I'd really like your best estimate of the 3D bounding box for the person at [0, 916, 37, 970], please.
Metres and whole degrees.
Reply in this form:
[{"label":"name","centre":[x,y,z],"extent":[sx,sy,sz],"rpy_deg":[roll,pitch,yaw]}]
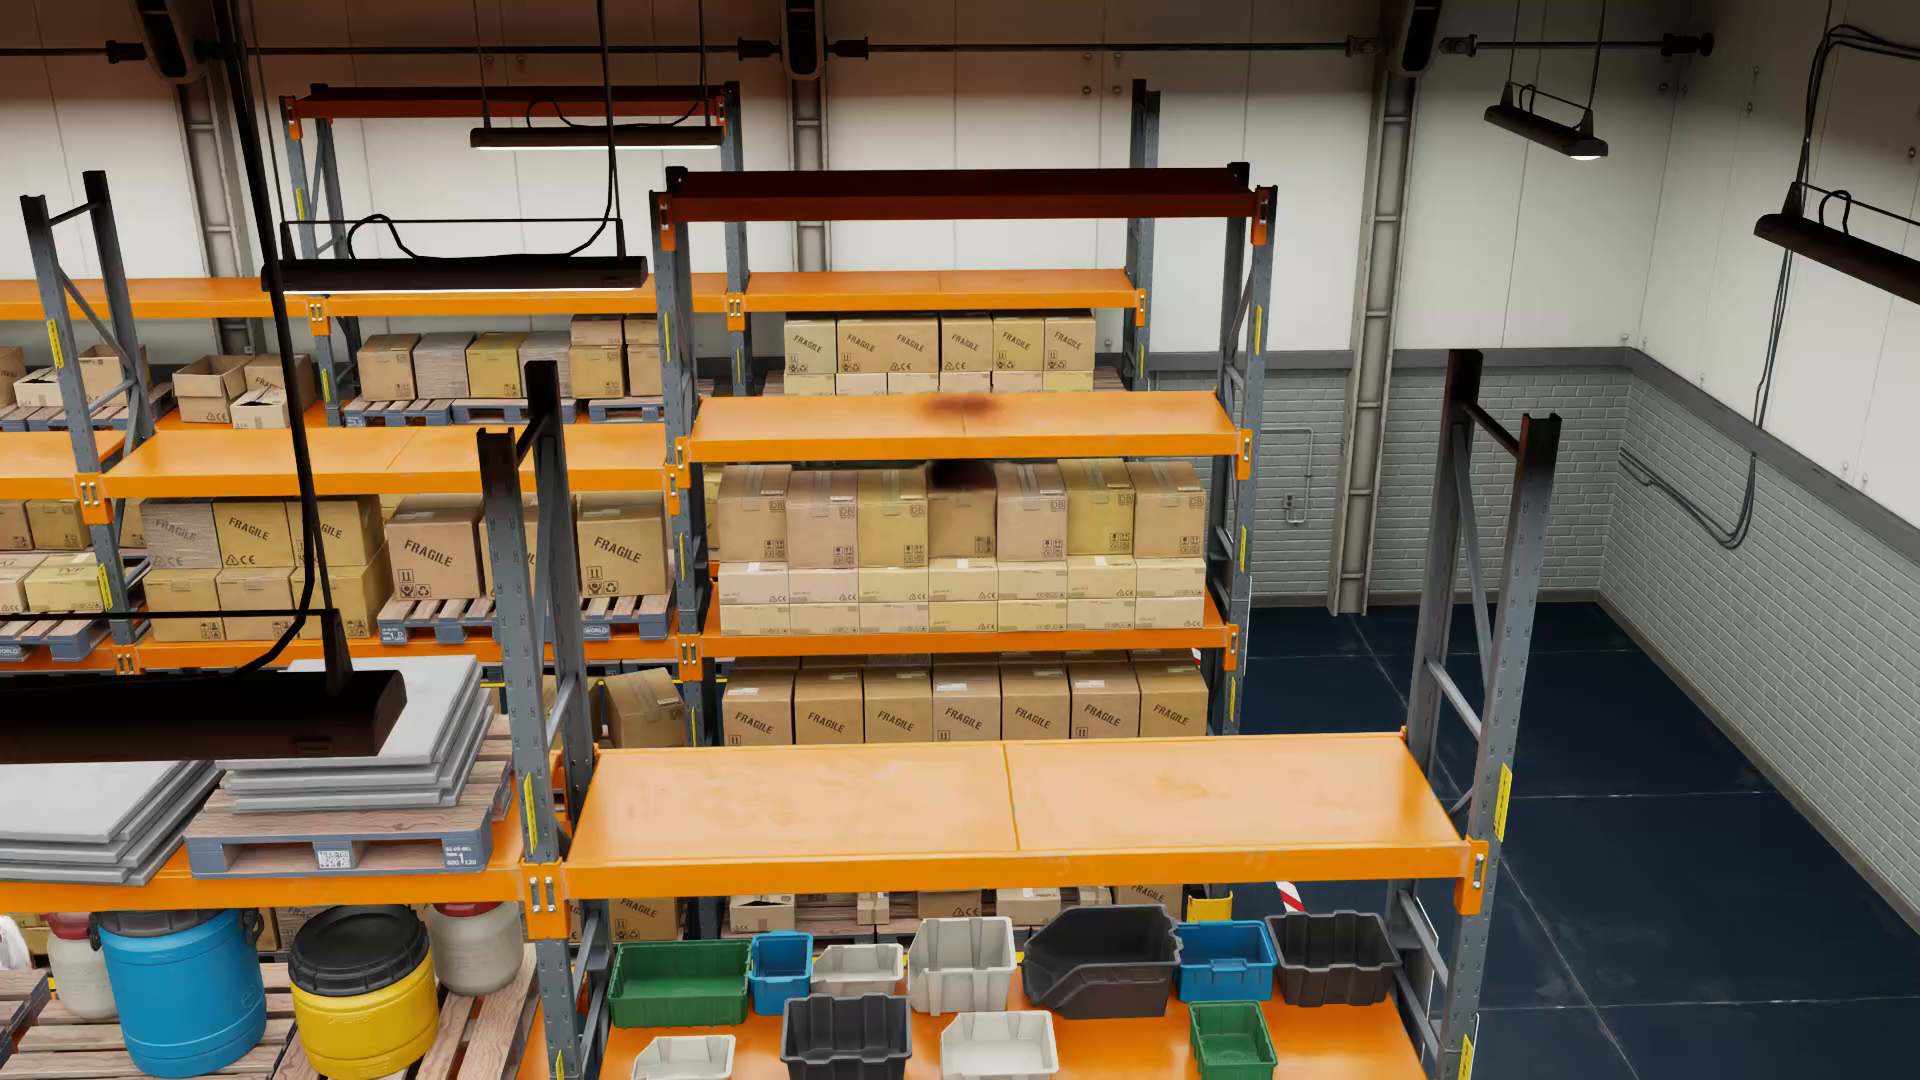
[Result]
[{"label":"person","centre":[-6.331,3.123,11.051],"extent":[0.470,1.776,0.549],"rpy_deg":[16,27,34]}]
